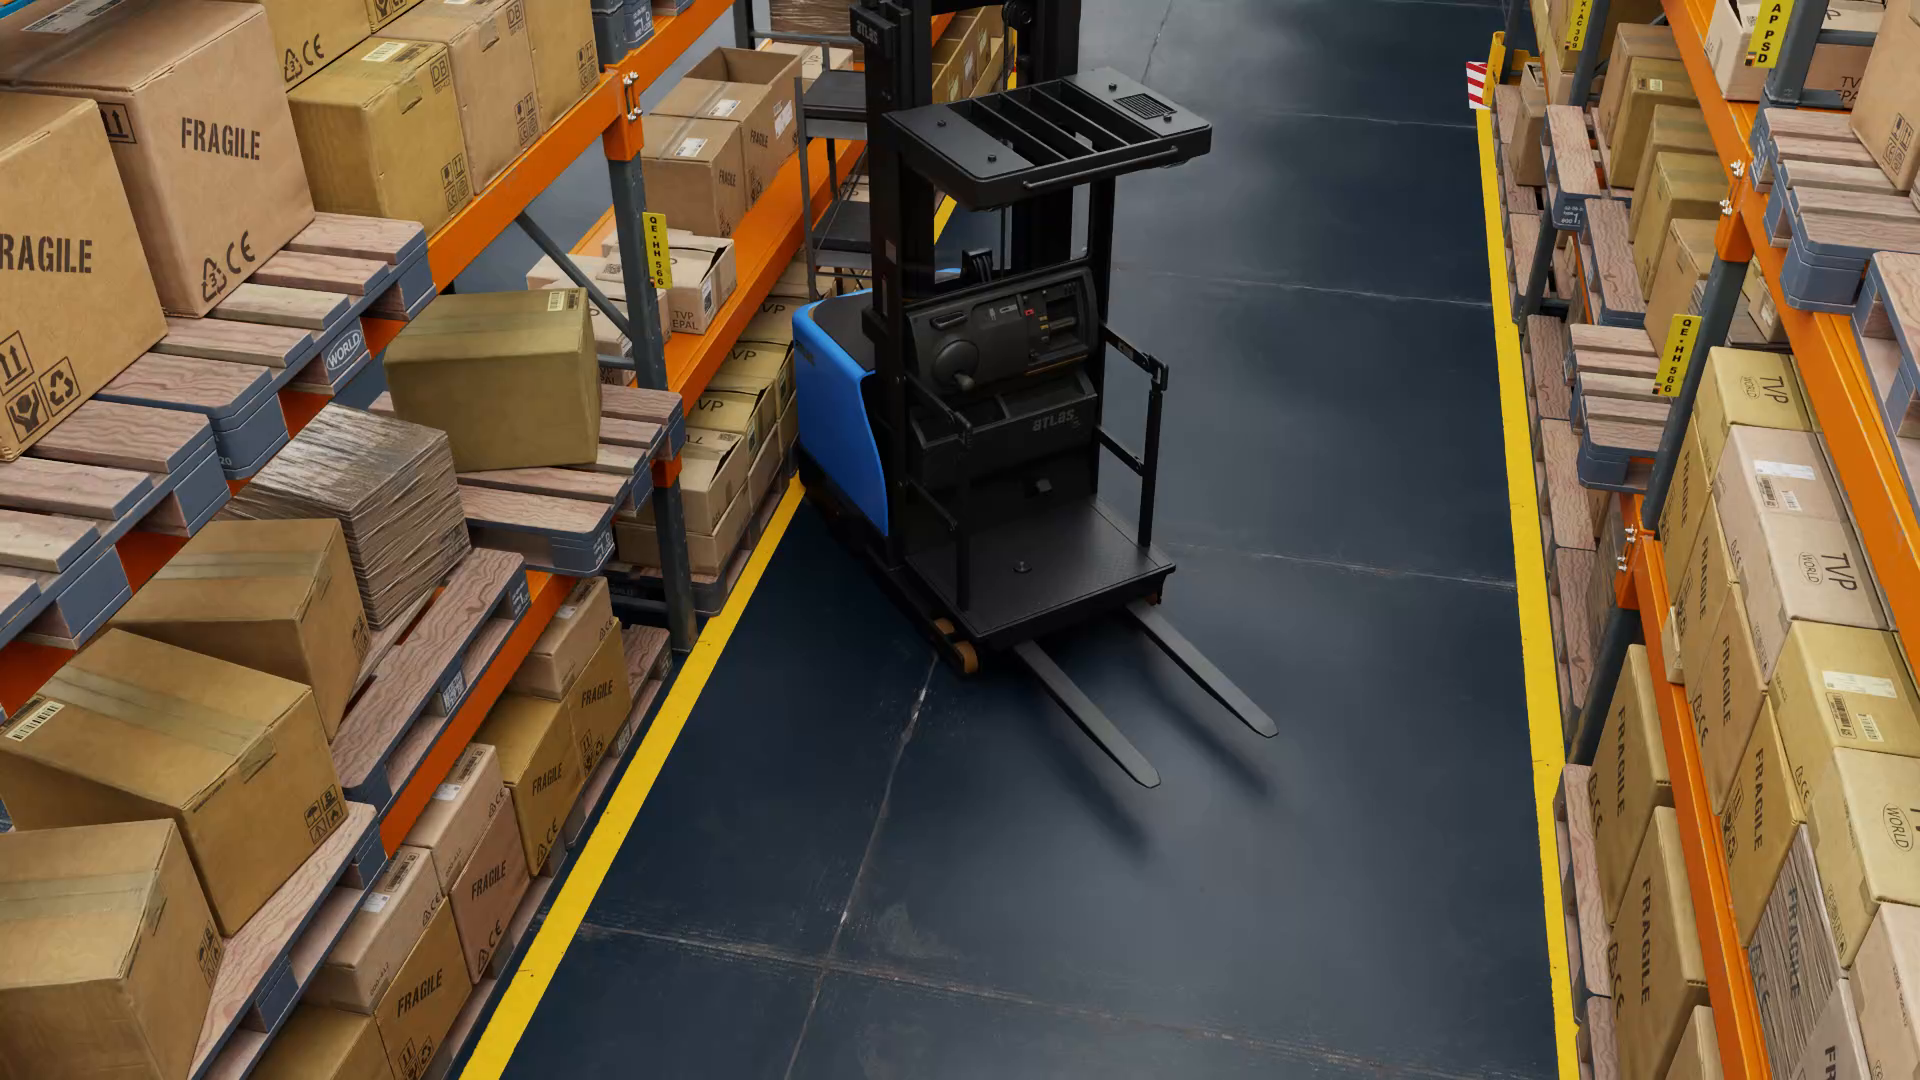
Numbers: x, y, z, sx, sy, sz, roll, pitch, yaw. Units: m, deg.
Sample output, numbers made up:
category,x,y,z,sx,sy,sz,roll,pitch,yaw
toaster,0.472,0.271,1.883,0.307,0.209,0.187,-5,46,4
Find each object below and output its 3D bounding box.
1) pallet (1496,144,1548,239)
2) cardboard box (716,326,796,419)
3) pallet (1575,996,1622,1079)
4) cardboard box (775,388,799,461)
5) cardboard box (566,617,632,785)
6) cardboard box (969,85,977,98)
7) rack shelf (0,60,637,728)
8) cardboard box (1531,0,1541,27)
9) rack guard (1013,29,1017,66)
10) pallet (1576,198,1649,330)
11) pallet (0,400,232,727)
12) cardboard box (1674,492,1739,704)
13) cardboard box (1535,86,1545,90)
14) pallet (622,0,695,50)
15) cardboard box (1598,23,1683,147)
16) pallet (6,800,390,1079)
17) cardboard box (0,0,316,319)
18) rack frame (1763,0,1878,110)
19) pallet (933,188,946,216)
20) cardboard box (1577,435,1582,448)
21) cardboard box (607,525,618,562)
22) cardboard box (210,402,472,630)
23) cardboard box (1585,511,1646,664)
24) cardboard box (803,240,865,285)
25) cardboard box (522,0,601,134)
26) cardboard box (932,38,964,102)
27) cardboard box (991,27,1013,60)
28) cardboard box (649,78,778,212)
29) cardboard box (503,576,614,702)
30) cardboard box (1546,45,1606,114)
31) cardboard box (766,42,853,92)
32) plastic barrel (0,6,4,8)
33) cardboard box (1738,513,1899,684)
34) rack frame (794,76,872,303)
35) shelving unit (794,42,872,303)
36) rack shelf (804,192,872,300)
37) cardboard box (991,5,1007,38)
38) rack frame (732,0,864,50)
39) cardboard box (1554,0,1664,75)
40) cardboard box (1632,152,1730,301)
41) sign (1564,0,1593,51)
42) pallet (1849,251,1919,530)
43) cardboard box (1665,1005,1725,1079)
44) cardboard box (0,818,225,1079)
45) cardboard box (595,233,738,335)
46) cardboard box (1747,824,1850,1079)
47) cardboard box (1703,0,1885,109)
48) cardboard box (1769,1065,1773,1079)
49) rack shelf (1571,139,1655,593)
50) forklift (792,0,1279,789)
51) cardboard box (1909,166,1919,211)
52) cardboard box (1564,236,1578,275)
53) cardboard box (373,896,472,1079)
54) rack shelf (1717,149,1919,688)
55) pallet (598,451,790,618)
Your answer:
category,x,y,z,sx,sy,sz,roll,pitch,yaw
pallet,4.322,-2.414,11.670,1.003,0.211,1.213,7,37,10
cardboard box,-1.126,-0.919,8.739,0.500,0.311,0.500,6,36,9
pallet,2.596,2.110,5.428,1.003,0.211,1.213,7,37,10
cardboard box,-1.129,-0.684,8.894,0.500,0.250,0.500,6,36,9
cardboard box,-1.710,0.622,6.861,0.500,0.500,0.500,9,37,12
cardboard box,-0.166,-3.214,12.384,0.500,0.250,0.500,7,37,10
rack shelf,-2.167,-0.554,4.785,1.077,0.370,4.000,7,37,10
cardboard box,4.073,-3.572,11.003,0.500,0.250,0.500,8,37,10
rack guard,-0.026,-4.365,14.117,1.175,0.500,0.348,7,37,10
pallet,3.483,-1.221,7.812,1.003,0.211,1.213,7,37,10
pallet,-2.386,0.012,3.551,1.213,0.211,1.003,7,37,10
cardboard box,2.626,0.218,5.308,0.500,0.500,0.500,8,37,12
cardboard box,4.452,-3.122,12.188,0.500,0.311,0.500,10,37,14
pallet,-1.682,-2.316,6.764,1.213,0.211,1.003,9,37,12
cardboard box,3.813,-2.383,8.792,0.700,0.500,0.500,7,37,10
pallet,-2.317,1.149,4.542,1.003,0.211,1.213,7,37,10
cardboard box,-2.132,-0.994,4.252,0.600,0.600,0.600,6,36,8
rack frame,3.100,-2.588,4.422,1.000,3.000,0.127,7,37,10
pallet,-0.675,-2.392,11.641,1.003,0.211,1.213,7,37,10
cardboard box,3.604,-0.604,8.552,0.700,0.500,0.500,8,37,10
cardboard box,-1.866,-0.166,8.179,0.500,0.250,0.500,8,37,11
cardboard box,-2.146,-0.112,5.676,0.700,0.500,0.500,14,38,19
cardboard box,3.203,0.256,7.366,0.700,0.500,0.500,8,37,11
cardboard box,-0.797,-1.787,9.937,0.500,0.311,0.500,8,37,11
cardboard box,-1.800,-1.778,5.776,0.910,0.500,0.500,7,37,10
cardboard box,-0.267,-3.231,11.768,0.500,0.500,0.500,7,37,10
cardboard box,0.143,-4.076,13.573,0.500,0.250,0.500,7,37,10
cardboard box,-1.285,-2.084,8.754,0.500,0.500,0.500,7,37,10
cardboard box,-1.718,0.352,6.595,0.500,0.250,0.500,9,37,12
cardboard box,3.760,-2.709,9.812,0.500,0.250,0.500,7,37,10
cardboard box,-0.948,-2.722,9.848,0.500,0.250,0.500,10,37,13
plastic barrel,-6.142,-3.227,10.301,0.433,0.535,0.433,0,36,0
cardboard box,2.535,0.192,4.704,0.500,0.250,0.500,8,37,10
rack frame,-0.592,-1.360,8.597,0.400,2.100,0.015,7,36,10
shelving unit,-0.541,-1.499,8.791,0.431,2.100,0.503,7,36,10
rack shelf,-0.541,-1.488,8.799,0.431,0.518,0.480,7,36,10
cardboard box,0.145,-4.379,13.353,0.500,0.500,0.500,7,37,10
rack frame,-0.885,-3.070,10.201,1.000,3.000,0.127,7,37,10
cardboard box,3.754,-3.012,9.592,0.500,0.500,0.500,7,37,10
cardboard box,3.435,-1.365,7.387,0.700,0.500,0.500,7,37,10
sign,3.423,-2.866,9.181,0.100,0.325,0.005,7,37,10
pallet,2.779,-0.279,3.954,1.003,0.211,1.213,9,37,12
cardboard box,2.445,1.936,4.767,0.750,0.750,0.750,8,37,11
cardboard box,-2.274,1.062,4.056,0.700,0.500,0.500,-4,36,-6
cardboard box,-1.360,-1.230,7.737,0.500,0.311,0.500,7,37,9
cardboard box,2.313,1.089,4.106,0.500,0.500,0.500,7,37,10
cardboard box,2.990,-1.792,5.939,0.500,0.311,0.500,7,37,10
cardboard box,2.288,1.418,4.205,0.380,0.149,0.250,7,37,10
rack shelf,3.528,-1.014,7.976,1.077,0.370,4.000,7,37,10
forklift,0.310,-0.867,7.219,1.130,2.935,3.031,-18,40,-24
cardboard box,2.991,-0.996,4.322,0.700,0.500,0.500,5,36,7
cardboard box,4.040,-1.793,10.478,0.380,0.166,0.250,3,36,4
cardboard box,-2.036,1.510,5.635,0.500,0.500,0.500,8,37,11
rack shelf,2.673,0.065,3.932,1.077,0.370,4.000,7,37,10
pallet,-1.526,-0.115,8.499,1.003,0.211,1.213,7,37,10
